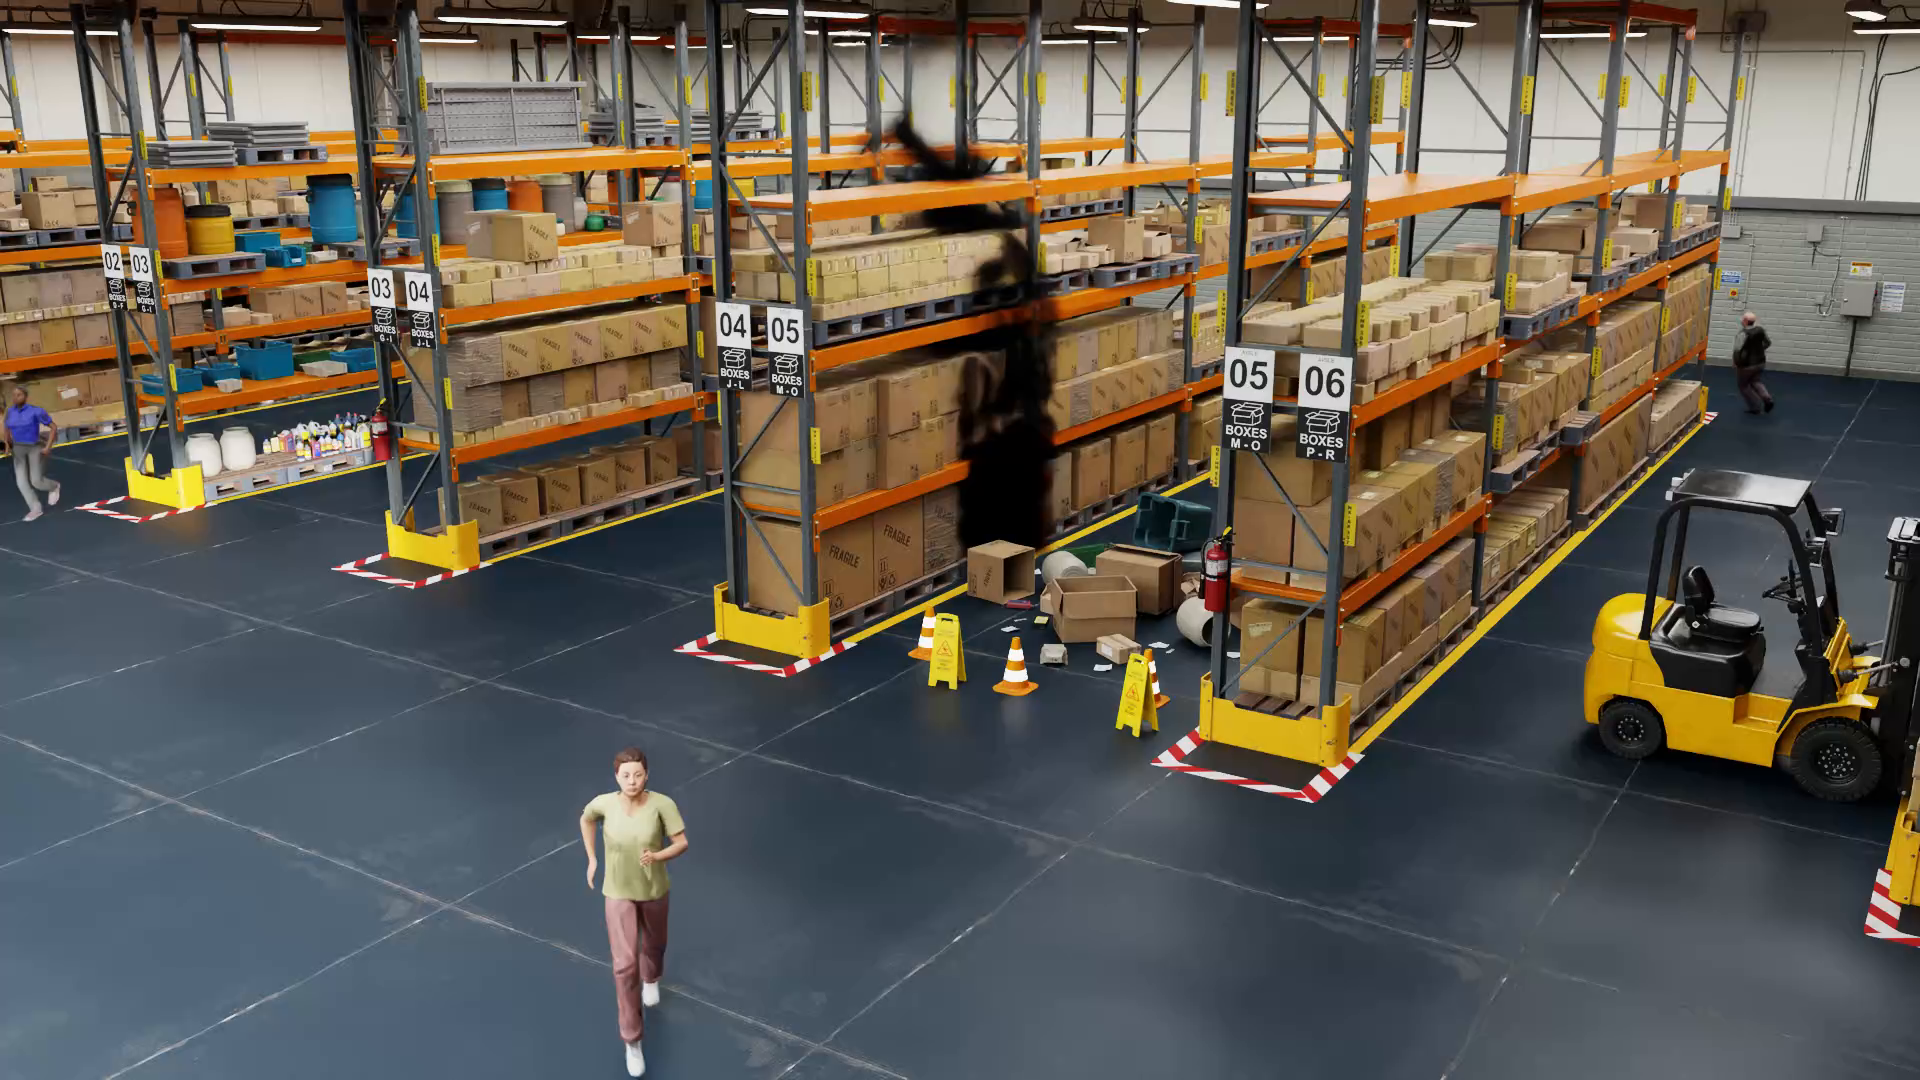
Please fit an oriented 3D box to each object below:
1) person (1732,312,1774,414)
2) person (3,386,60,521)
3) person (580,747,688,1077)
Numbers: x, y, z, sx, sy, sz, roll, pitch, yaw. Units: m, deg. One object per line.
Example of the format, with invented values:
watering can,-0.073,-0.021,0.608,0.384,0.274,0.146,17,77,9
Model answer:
person,12.411,-2.765,26.152,0.762,1.637,0.604,-4,16,-13
person,-11.220,-1.078,20.121,0.612,1.617,0.594,-1,16,-3
person,-1.757,1.936,9.077,0.557,1.699,0.881,-4,16,-14
